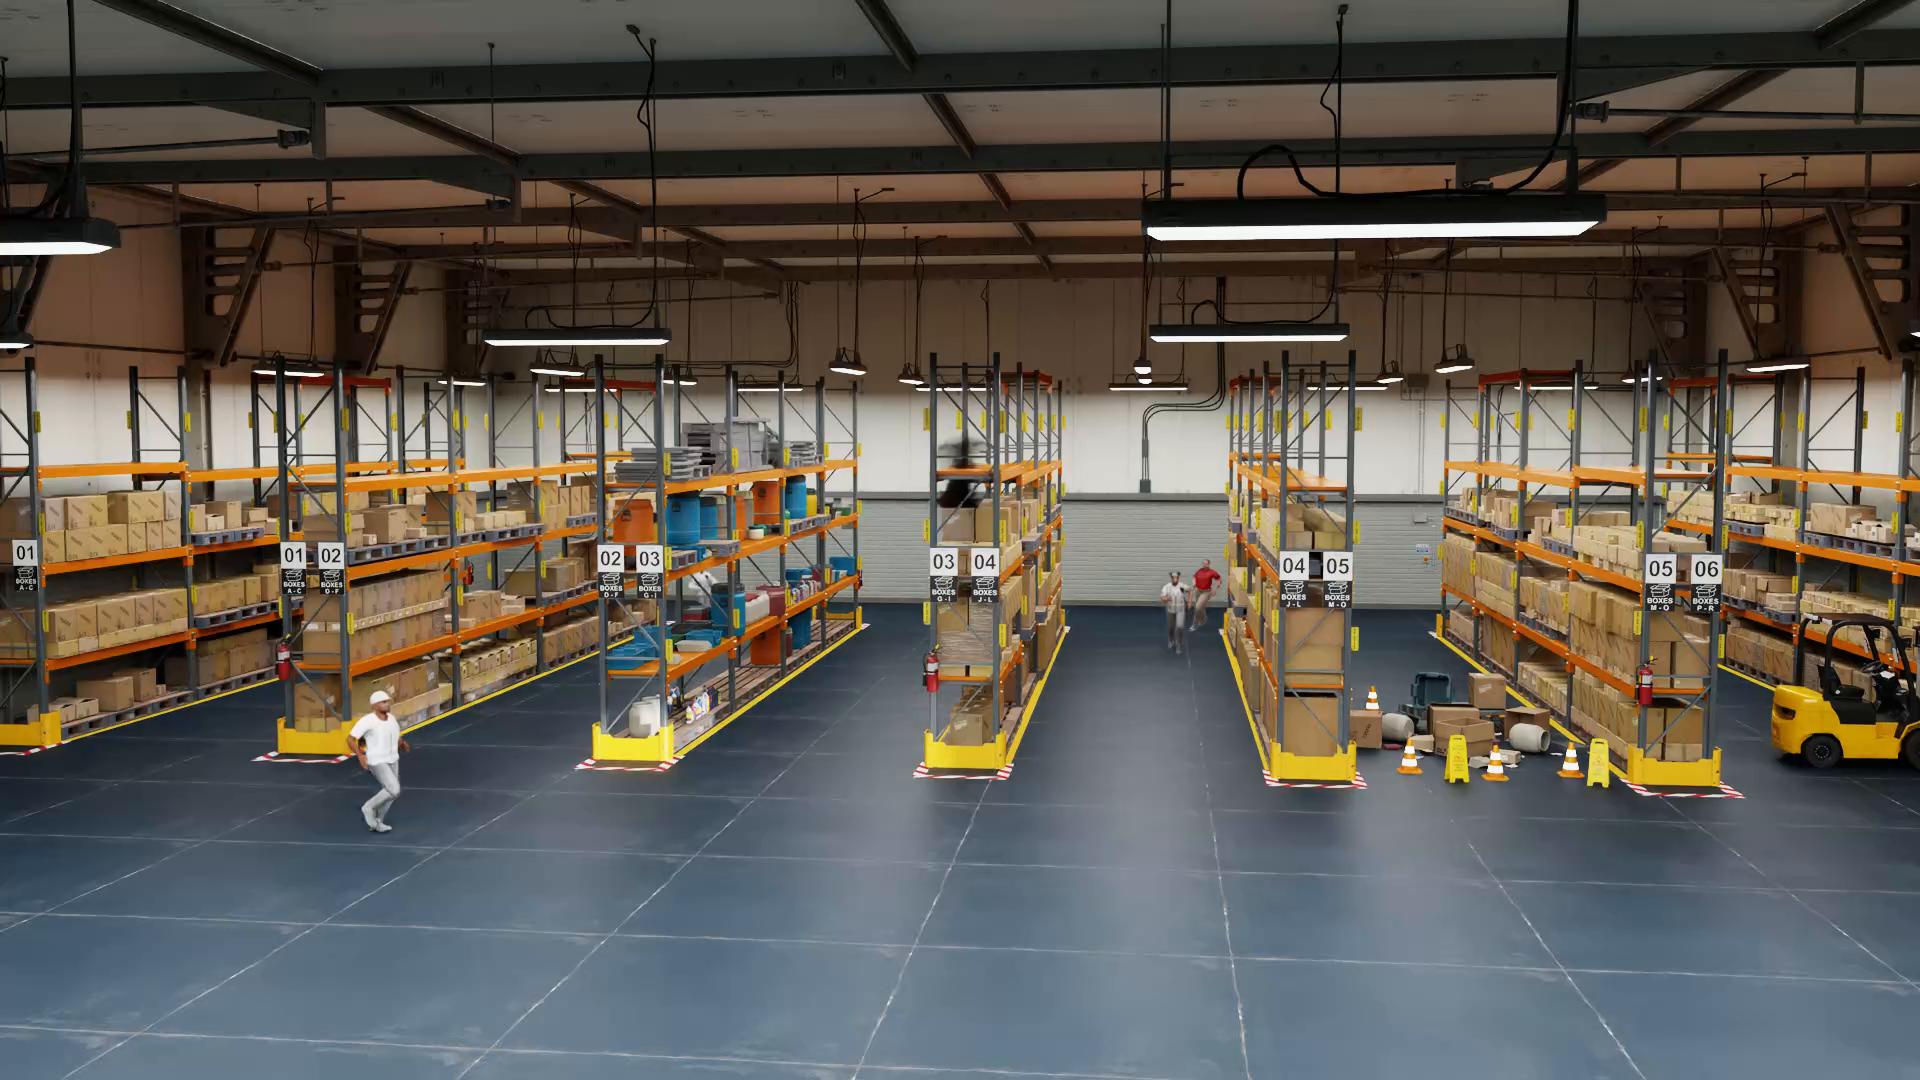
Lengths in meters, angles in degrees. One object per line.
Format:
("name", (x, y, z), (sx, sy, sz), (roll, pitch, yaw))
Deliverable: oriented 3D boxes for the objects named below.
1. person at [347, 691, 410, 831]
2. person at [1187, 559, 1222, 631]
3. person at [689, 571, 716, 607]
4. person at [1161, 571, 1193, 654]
("person", (-7.001, 2.700, 20.249), (0.597, 1.721, 0.690), (2, 4, 21))
("person", (5.861, 1.328, 40.059), (0.853, 1.756, 0.743), (-3, 5, -41))
("person", (-6.186, 1.348, 39.919), (0.631, 1.692, 0.847), (0, 4, -7))
("person", (4.706, 1.570, 36.161), (0.673, 1.834, 0.914), (1, 4, 12))
